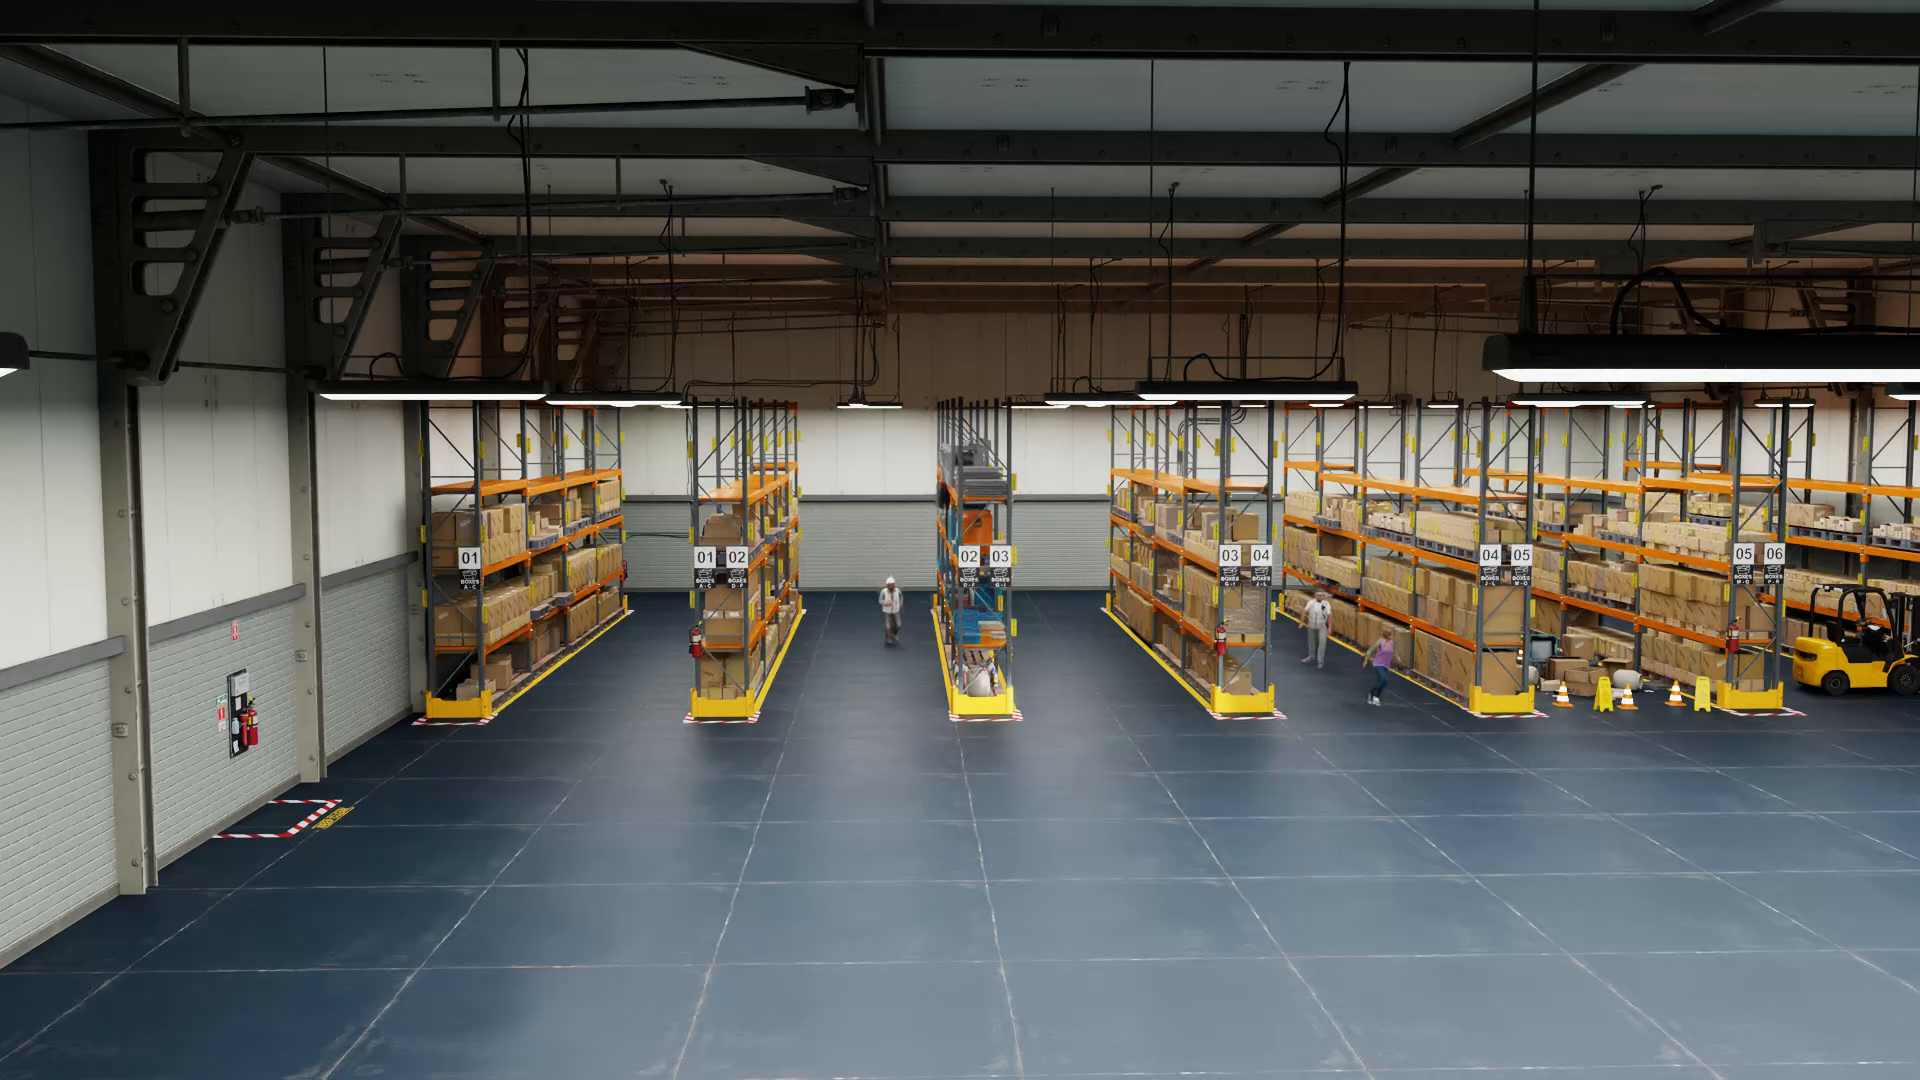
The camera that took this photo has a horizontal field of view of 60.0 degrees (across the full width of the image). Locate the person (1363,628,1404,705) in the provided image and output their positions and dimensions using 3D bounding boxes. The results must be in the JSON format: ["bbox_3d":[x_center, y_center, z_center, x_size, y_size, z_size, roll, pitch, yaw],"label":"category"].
[{"bbox_3d":[8.203,2.456,32.165,0.519,1.536,0.777,-3,5,-32],"label":"person"}]

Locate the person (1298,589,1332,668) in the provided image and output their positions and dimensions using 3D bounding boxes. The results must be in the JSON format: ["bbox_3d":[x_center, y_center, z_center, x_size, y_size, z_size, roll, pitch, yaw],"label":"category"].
[{"bbox_3d":[8.036,1.969,37.566,0.715,1.742,0.782,2,5,26],"label":"person"}]

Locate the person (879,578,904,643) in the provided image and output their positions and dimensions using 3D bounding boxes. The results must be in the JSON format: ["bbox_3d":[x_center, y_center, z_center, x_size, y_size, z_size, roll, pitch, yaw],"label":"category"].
[{"bbox_3d":[-1.680,1.738,40.833,0.652,1.666,0.837,-1,5,-11],"label":"person"}]
